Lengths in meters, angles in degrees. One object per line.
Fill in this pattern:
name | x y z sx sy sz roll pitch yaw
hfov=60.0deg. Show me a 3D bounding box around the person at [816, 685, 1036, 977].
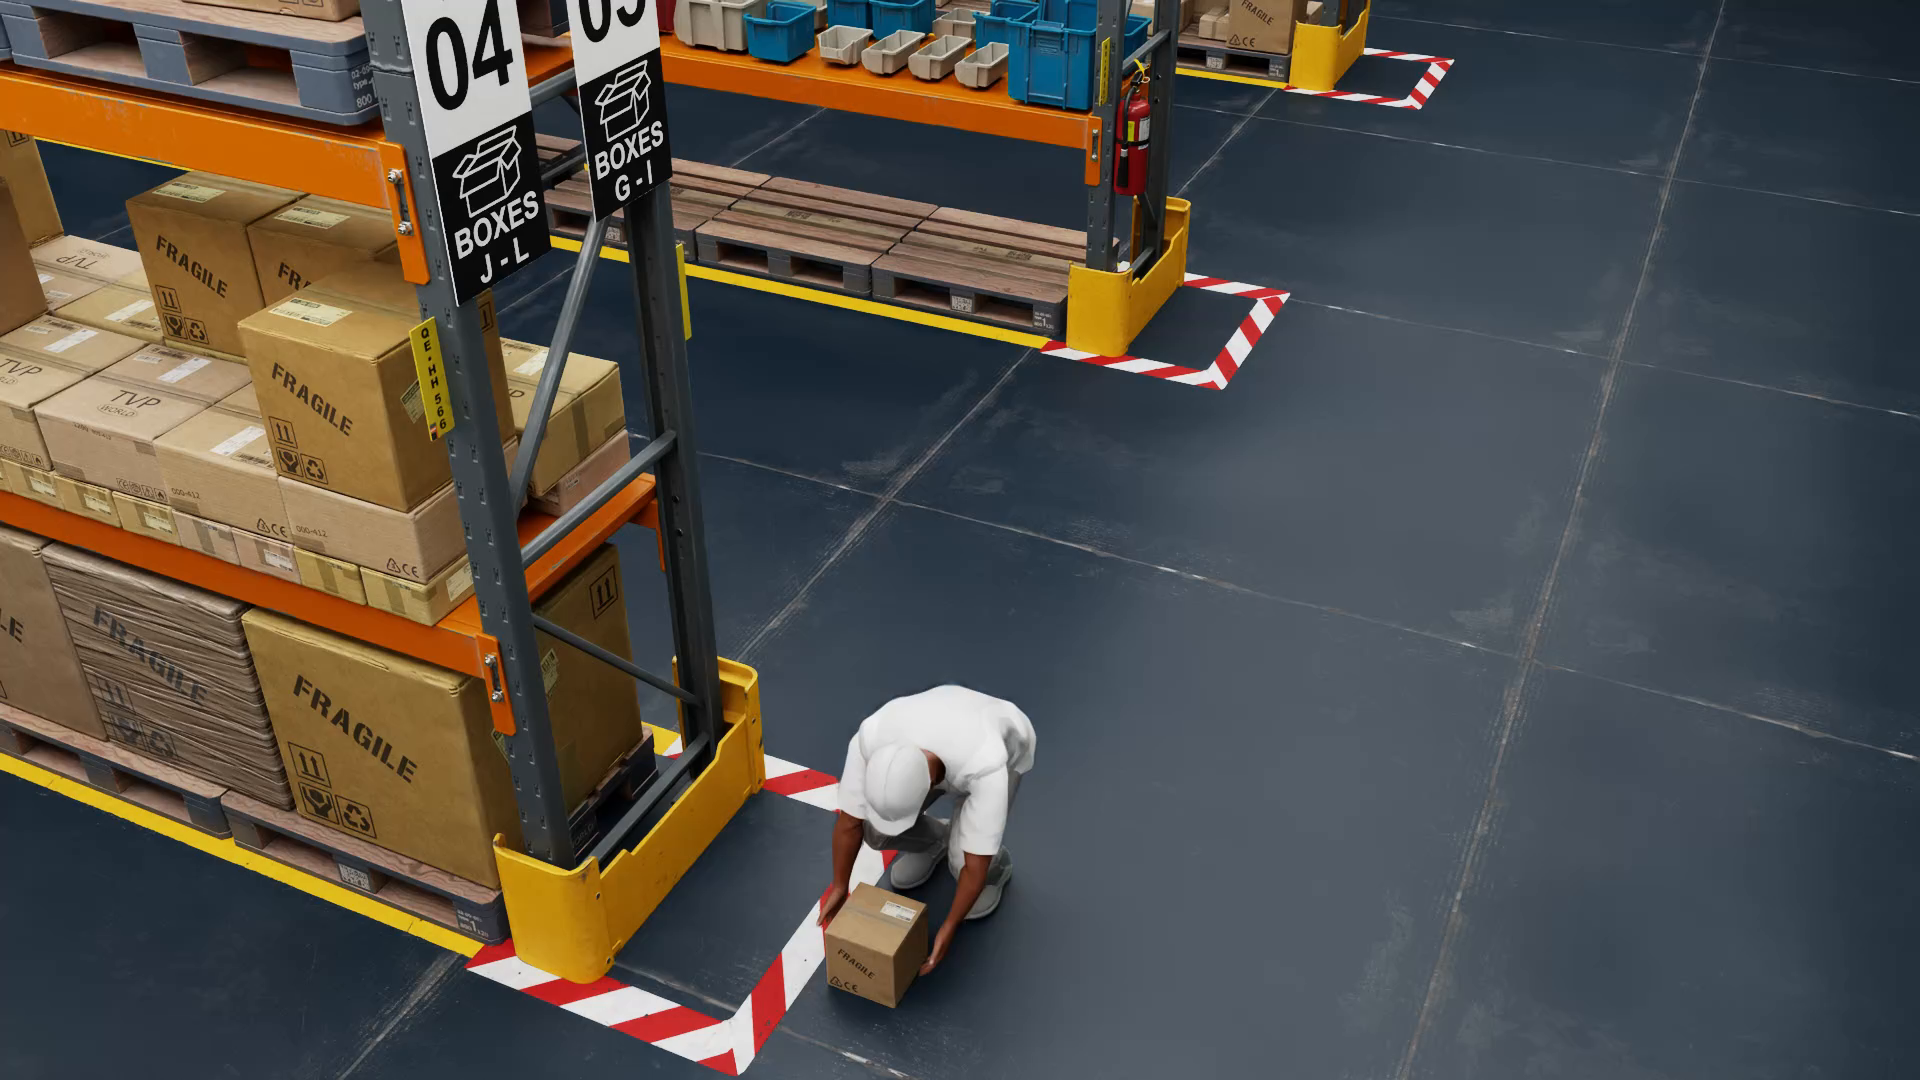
person | -0.054 0.874 5.521 0.579 0.975 0.903 18 37 25
